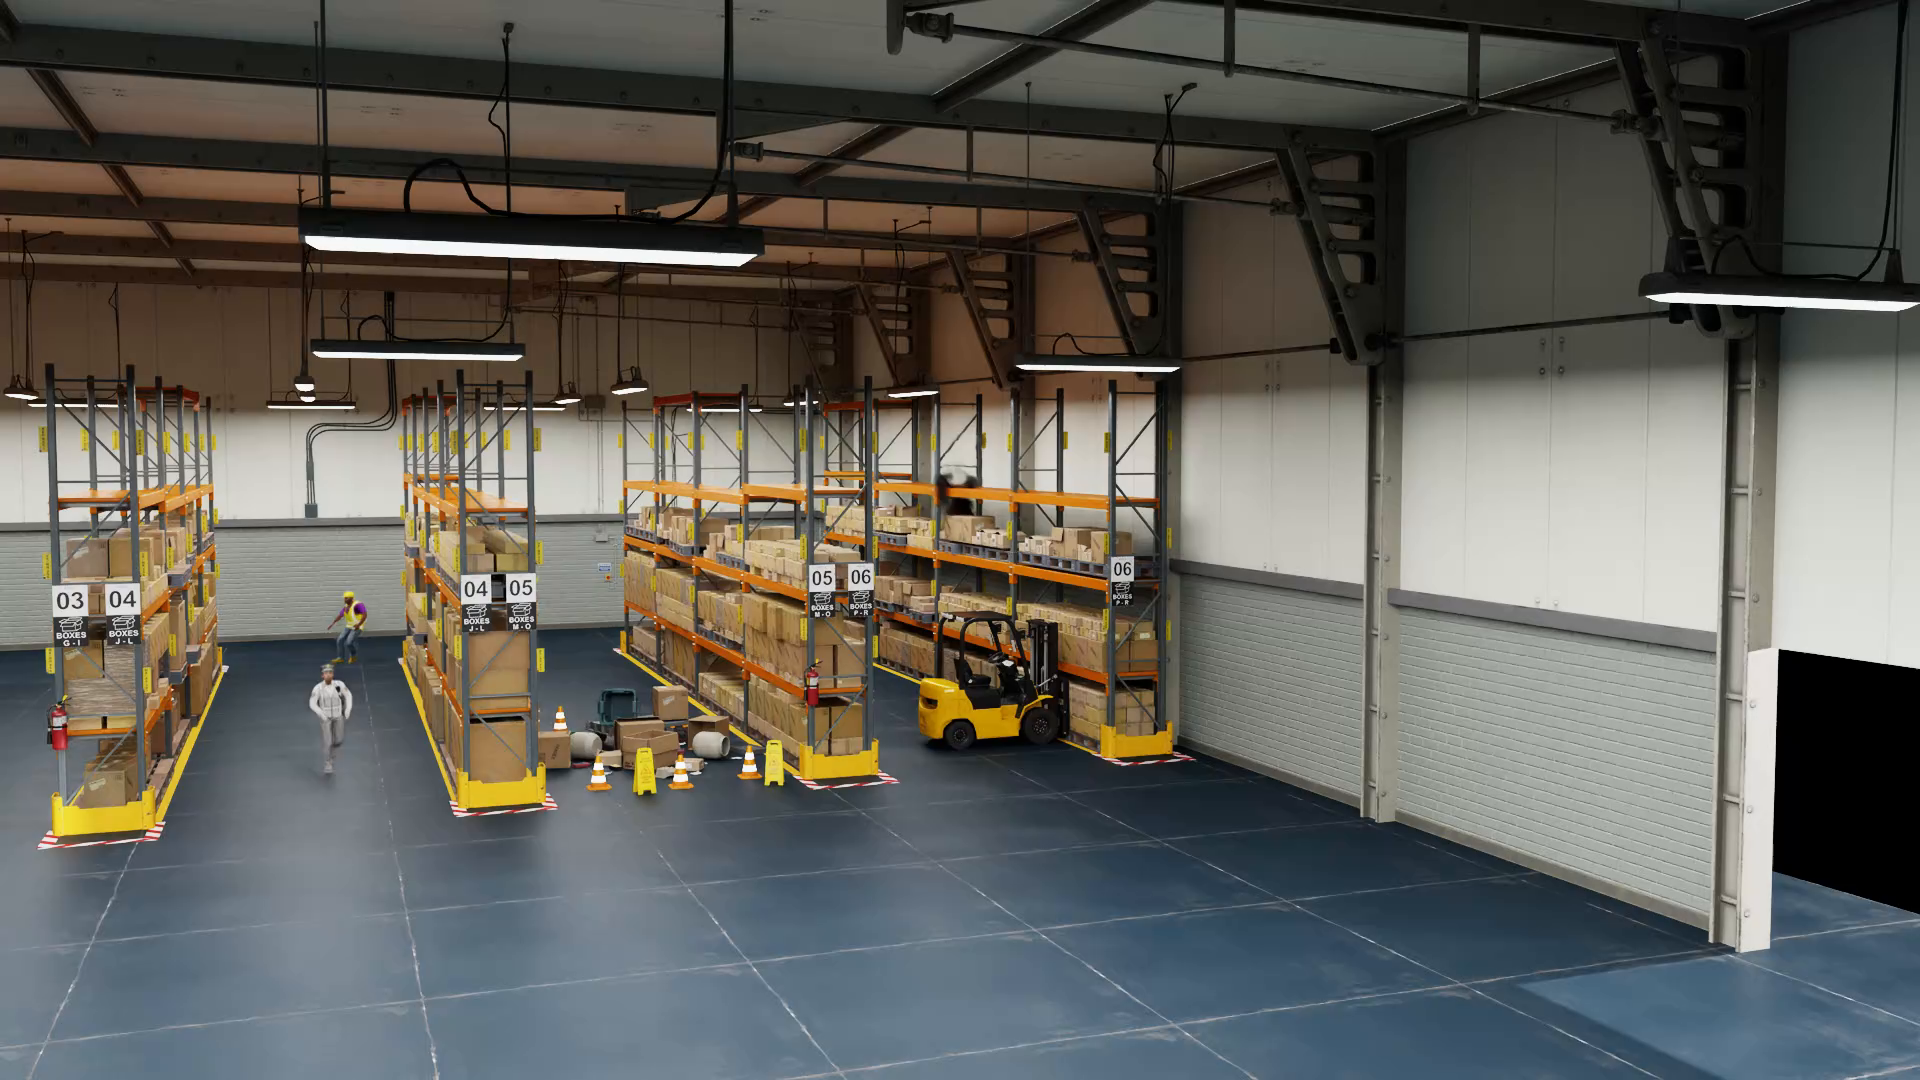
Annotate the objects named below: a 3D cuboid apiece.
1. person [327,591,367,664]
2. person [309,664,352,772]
[{"bbox_3d":[-13.859,1.989,37.682,0.961,1.666,0.506,2,4,25],"label":"person"},{"bbox_3d":[-9.586,2.702,25.355,0.637,1.661,0.615,-2,4,-29],"label":"person"}]
